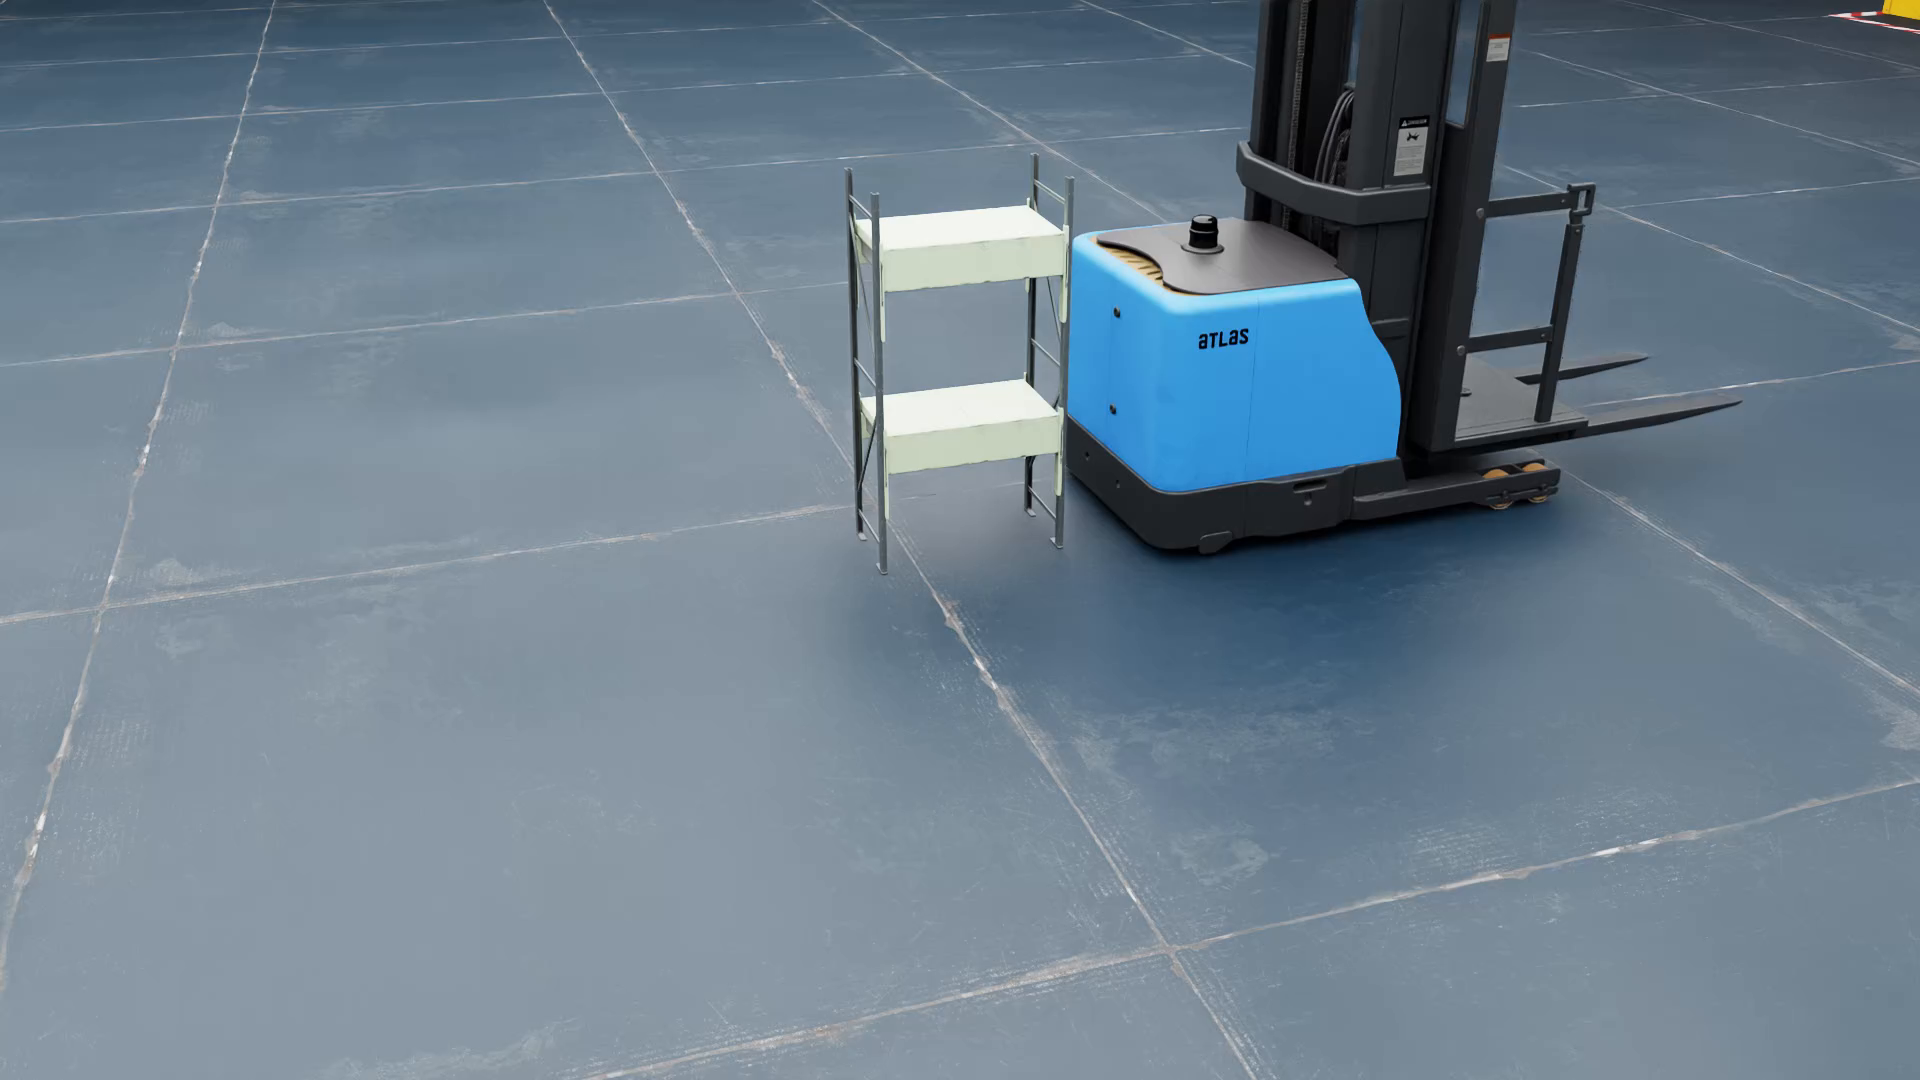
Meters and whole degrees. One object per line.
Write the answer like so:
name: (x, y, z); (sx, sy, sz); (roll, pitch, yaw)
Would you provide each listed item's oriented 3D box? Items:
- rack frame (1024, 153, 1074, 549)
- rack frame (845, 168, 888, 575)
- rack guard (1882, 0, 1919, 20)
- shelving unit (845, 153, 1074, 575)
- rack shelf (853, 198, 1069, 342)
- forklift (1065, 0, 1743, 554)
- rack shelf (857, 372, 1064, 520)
rack frame: (0.342, -0.721, 6.516); (0.023, 1.500, 0.400); (-8, 28, -16)
rack frame: (-0.354, -0.620, 6.313); (0.023, 1.500, 0.400); (-8, 28, -16)
rack guard: (10.687, -5.937, 18.147); (0.348, 0.500, 1.175); (-8, 28, -16)
shelving unit: (-0.006, -0.671, 6.415); (0.755, 1.500, 0.431); (-8, 28, -16)
rack shelf: (-0.006, -1.020, 6.241); (0.720, 0.370, 0.431); (-8, 28, -16)
forklift: (2.009, -1.650, 6.777); (3.031, 2.935, 1.130); (-9, 28, -18)
rack shelf: (-0.006, -0.379, 6.560); (0.720, 0.370, 0.431); (-8, 28, -16)
